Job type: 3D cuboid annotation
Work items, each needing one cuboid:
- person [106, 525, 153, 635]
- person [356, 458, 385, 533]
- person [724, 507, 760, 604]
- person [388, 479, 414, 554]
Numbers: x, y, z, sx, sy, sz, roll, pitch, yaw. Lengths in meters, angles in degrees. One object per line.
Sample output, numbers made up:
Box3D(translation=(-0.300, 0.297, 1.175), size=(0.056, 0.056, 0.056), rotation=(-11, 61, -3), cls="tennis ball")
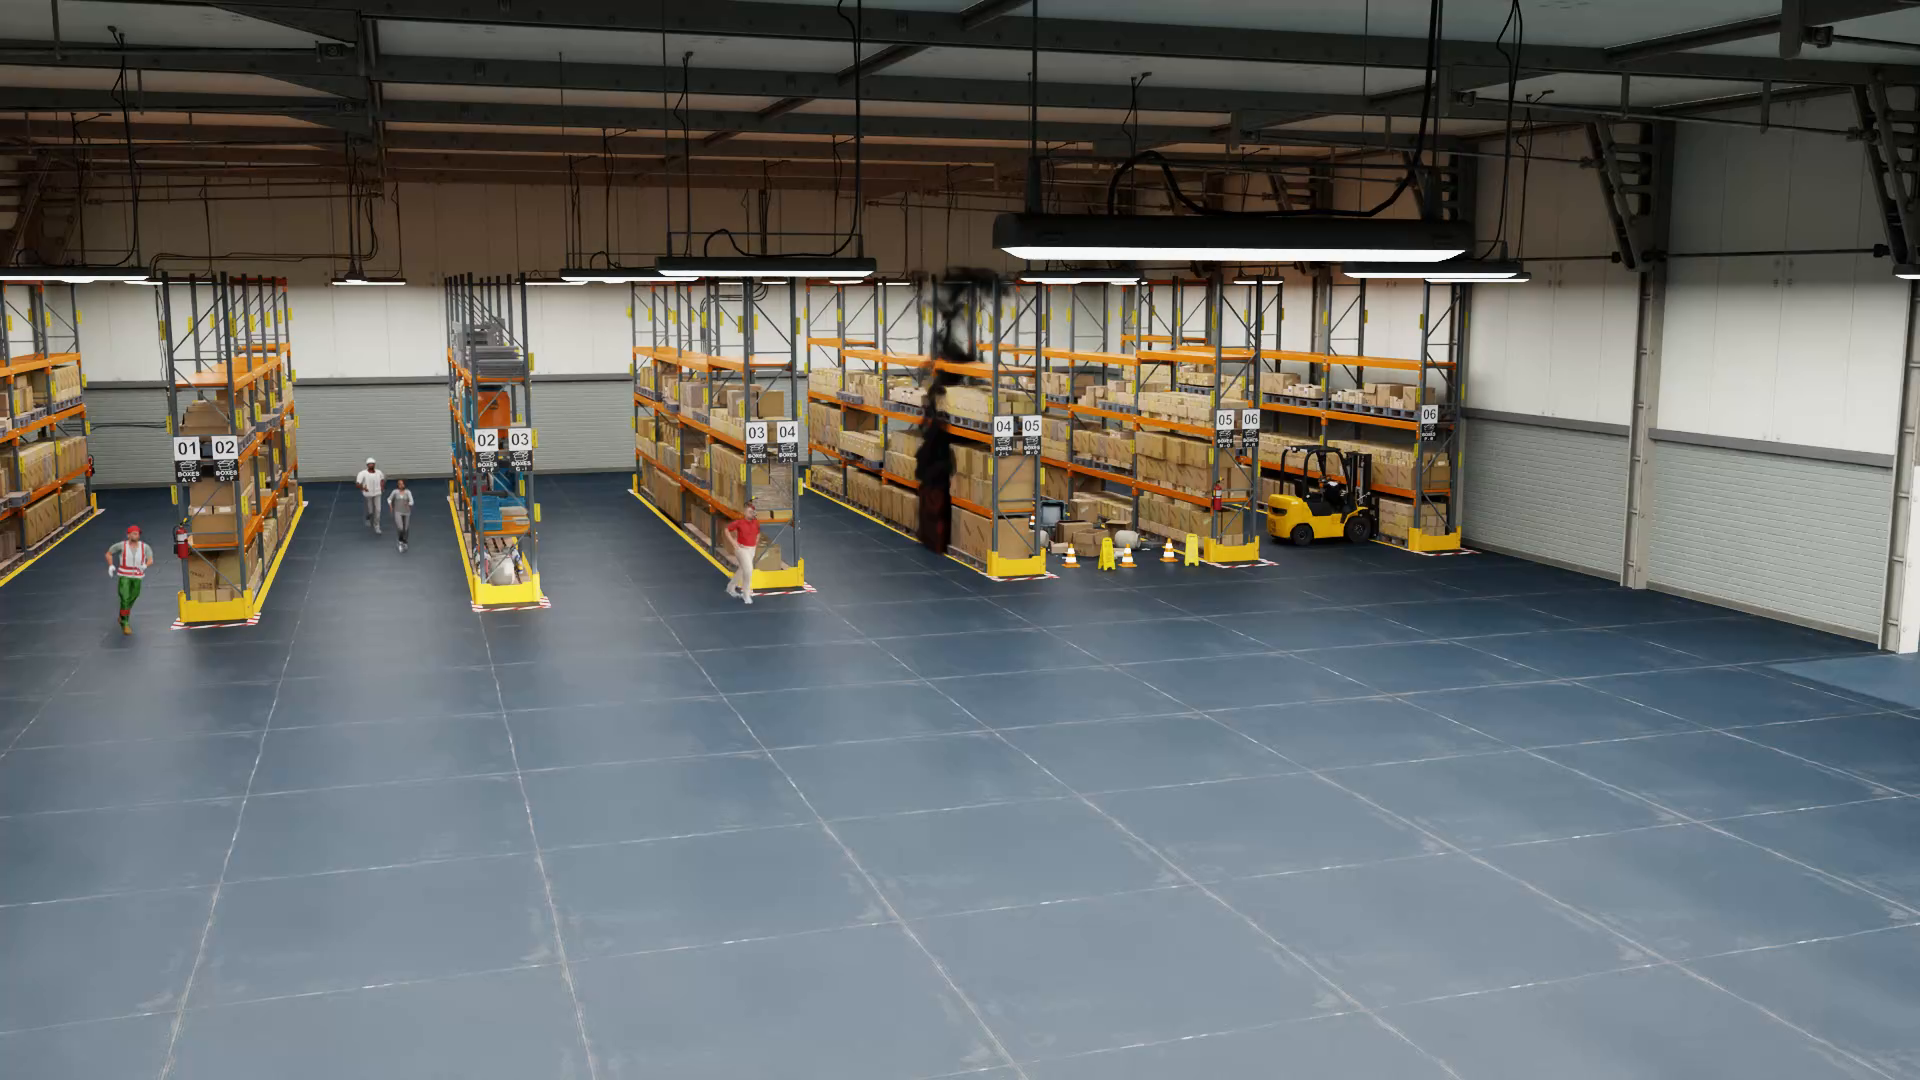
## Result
Box3D(translation=(-13.974, 0.632, 28.052), size=(0.705, 1.770, 0.945), rotation=(-7, 11, -41), cls="person")
Box3D(translation=(-13.842, -1.059, 39.166), size=(0.712, 1.743, 0.897), rotation=(-6, 10, -34), cls="person")
Box3D(translation=(-3.962, 0.268, 30.734), size=(0.747, 1.785, 0.679), rotation=(6, 11, 36), cls="person")
Box3D(translation=(-12.165, -0.525, 36.257), size=(0.503, 1.617, 0.682), rotation=(-4, 10, -27), cls="person")
